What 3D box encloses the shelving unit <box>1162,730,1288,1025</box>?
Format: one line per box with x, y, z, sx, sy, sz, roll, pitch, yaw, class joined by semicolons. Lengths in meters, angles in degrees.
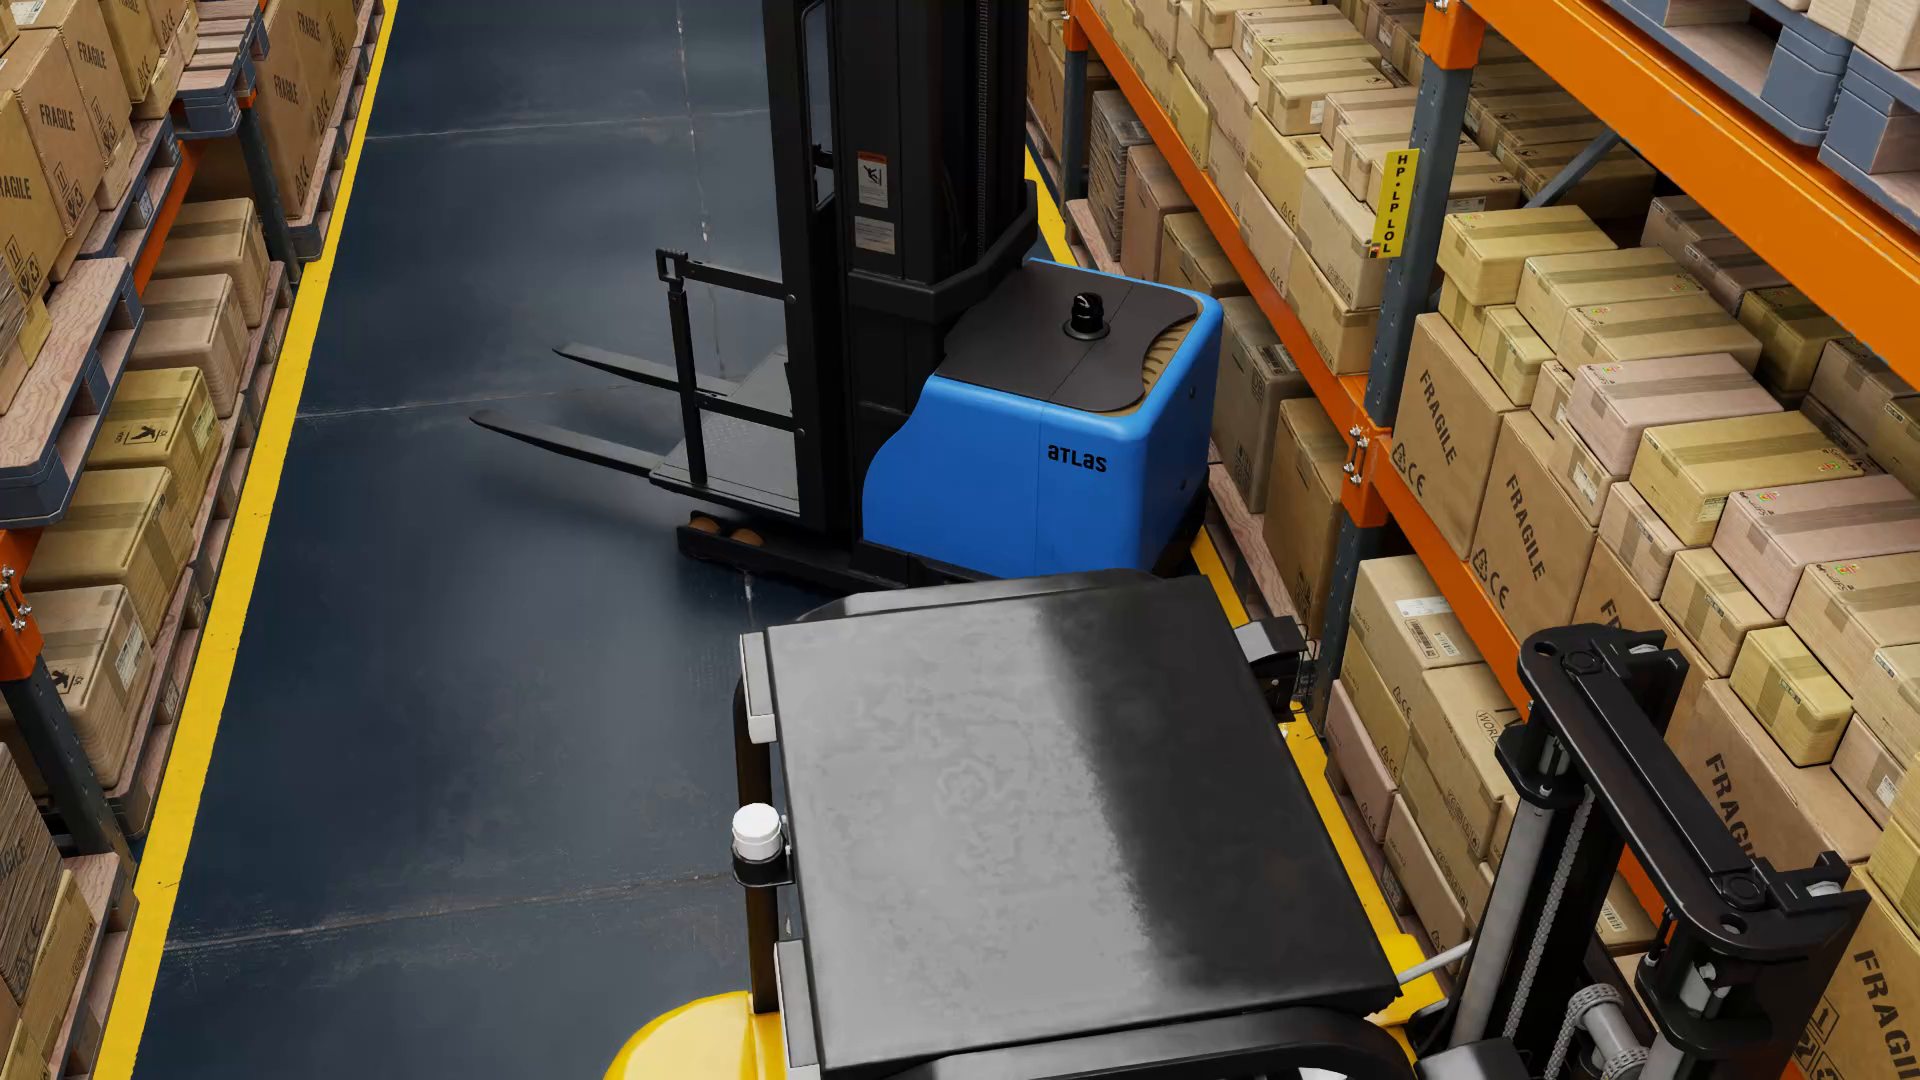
0.592;0.995;5.241;0.503;0.258;1.200;17;42;21;shelving unit

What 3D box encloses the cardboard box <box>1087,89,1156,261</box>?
1.137;-1.837;8.263;0.875;0.625;0.625;-5;38;-7;cardboard box

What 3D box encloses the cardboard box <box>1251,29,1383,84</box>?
1.249;-1.666;5.839;0.380;0.149;0.250;-7;38;-9;cardboard box

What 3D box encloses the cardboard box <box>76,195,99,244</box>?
-3.135;-1.094;5.575;0.380;0.149;0.250;-6;38;-8;cardboard box

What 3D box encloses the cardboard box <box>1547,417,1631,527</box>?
1.630;-0.178;3.924;0.380;0.149;0.250;-5;38;-7;cardboard box

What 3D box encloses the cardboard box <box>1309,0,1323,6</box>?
1.185;-2.133;6.441;0.380;0.149;0.250;-6;38;-8;cardboard box

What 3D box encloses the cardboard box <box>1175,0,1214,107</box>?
1.154;-1.905;6.471;0.500;0.250;0.500;-6;38;-7;cardboard box

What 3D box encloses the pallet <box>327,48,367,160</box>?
-4.119;-2.569;9.885;1.003;0.211;1.213;-6;38;-8;pallet

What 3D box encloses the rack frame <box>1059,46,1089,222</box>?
1.041;-2.987;8.150;1.000;3.000;0.127;-6;38;-8;rack frame

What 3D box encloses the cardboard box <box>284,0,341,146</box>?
-4.036;-2.743;9.225;0.875;0.875;0.875;-6;38;-7;cardboard box

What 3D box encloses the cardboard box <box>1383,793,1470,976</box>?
1.606;0.982;4.940;0.500;0.250;0.500;-7;38;-9;cardboard box

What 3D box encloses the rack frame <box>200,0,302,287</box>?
-3.845;-2.451;7.460;1.000;3.000;0.127;-6;38;-8;rack frame

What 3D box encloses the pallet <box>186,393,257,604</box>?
-3.499;-0.142;6.761;1.003;0.211;1.213;-6;38;-8;pallet

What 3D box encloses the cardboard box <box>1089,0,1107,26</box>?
0.879;-2.634;7.817;0.500;0.250;0.500;-6;38;-8;cardboard box

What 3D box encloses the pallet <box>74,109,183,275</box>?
-3.457;-1.184;5.985;1.003;0.211;1.213;-6;38;-8;pallet

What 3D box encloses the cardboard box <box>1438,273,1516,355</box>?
1.540;-0.646;4.526;0.380;0.149;0.250;-7;38;-9;cardboard box

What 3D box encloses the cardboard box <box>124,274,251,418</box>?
-3.618;-0.792;7.124;0.950;0.372;0.625;-7;38;-9;cardboard box

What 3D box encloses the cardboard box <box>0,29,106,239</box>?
-3.105;-1.274;5.279;0.500;0.500;0.500;-6;38;-8;cardboard box

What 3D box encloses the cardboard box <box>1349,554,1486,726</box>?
1.519;0.280;5.029;0.500;0.250;0.500;-7;38;-9;cardboard box

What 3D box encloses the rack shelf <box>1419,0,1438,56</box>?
1.392;-2.680;5.896;1.077;0.370;4.000;-6;38;-8;rack shelf

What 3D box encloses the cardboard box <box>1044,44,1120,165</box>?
0.756;-2.398;9.087;0.500;0.500;0.500;-5;38;-7;cardboard box

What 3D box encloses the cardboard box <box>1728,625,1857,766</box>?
1.791;0.290;3.321;0.380;0.149;0.250;-7;38;-9;cardboard box

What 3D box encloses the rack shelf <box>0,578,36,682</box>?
-2.793;1.457;3.016;1.077;0.370;4.000;-6;38;-8;rack shelf

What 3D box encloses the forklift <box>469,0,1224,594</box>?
-0.570;-1.313;6.051;3.031;2.935;1.130;15;40;19;forklift

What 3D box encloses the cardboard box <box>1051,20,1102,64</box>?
0.706;-2.693;8.938;0.380;0.149;0.250;-8;39;-10;cardboard box

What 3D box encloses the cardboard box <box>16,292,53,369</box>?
-2.964;-0.621;4.967;0.380;0.149;0.250;-5;38;-7;cardboard box

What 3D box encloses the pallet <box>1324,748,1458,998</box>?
1.841;1.015;5.272;1.003;0.211;1.213;-6;38;-8;pallet

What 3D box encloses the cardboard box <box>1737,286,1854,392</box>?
2.159;-0.509;4.108;0.380;0.149;0.250;-7;38;-8;cardboard box

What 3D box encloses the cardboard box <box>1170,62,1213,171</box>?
1.148;-1.705;6.623;0.500;0.250;0.500;-5;38;-6;cardboard box

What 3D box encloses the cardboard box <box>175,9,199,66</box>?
-3.349;-2.043;6.798;0.380;0.149;0.250;-7;38;-8;cardboard box

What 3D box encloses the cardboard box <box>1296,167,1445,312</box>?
1.405;-0.978;5.279;0.500;0.250;0.500;-7;38;-9;cardboard box

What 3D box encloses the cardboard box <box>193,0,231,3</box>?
-3.683;-2.714;7.921;0.500;0.250;0.500;-7;38;-9;cardboard box

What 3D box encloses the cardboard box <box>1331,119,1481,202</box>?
1.401;-1.203;5.244;0.380;0.149;0.250;-7;38;-9;cardboard box

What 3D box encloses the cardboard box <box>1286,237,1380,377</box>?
1.397;-0.788;5.442;0.500;0.250;0.500;-5;38;-7;cardboard box

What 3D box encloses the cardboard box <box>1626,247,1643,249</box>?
2.052;-0.700;4.596;0.380;0.149;0.250;-6;38;-8;cardboard box

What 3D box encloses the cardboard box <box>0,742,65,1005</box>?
-2.775;0.917;4.412;0.500;0.500;0.500;-7;38;-9;cardboard box

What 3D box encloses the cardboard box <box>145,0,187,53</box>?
-3.390;-2.218;6.494;0.500;0.500;0.500;-7;38;-9;cardboard box

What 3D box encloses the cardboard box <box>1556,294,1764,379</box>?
1.695;-0.459;4.043;0.380;0.149;0.250;-7;38;-9;cardboard box

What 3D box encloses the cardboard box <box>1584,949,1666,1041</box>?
1.781;1.207;3.835;0.500;0.250;0.500;-7;38;-9;cardboard box

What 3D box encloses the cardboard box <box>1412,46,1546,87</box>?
1.789;-1.573;5.719;0.380;0.149;0.250;-7;38;-8;cardboard box

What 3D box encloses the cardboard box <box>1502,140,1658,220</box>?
1.892;-1.102;5.113;0.380;0.149;0.250;-7;38;-9;cardboard box

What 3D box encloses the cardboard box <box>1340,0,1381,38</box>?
1.671;-2.028;6.305;0.380;0.149;0.250;-6;38;-8;cardboard box

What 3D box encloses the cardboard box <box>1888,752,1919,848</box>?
1.851;0.478;2.837;0.380;0.149;0.250;-6;38;-7;cardboard box

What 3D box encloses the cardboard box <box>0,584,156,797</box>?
-3.238;0.520;5.435;0.950;0.372;0.625;-6;38;-7;cardboard box

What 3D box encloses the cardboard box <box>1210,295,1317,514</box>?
1.512;-0.583;6.648;0.875;0.625;0.625;-7;38;-8;cardboard box

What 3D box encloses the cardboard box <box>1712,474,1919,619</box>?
1.810;0.010;3.440;0.380;0.149;0.250;-6;38;-8;cardboard box

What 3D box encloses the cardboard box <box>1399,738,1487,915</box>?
1.614;0.781;4.791;0.500;0.250;0.500;-6;38;-8;cardboard box

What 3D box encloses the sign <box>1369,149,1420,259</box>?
1.210;-0.933;4.627;0.100;0.325;0.005;-6;38;-8;sign

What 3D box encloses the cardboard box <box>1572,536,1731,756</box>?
1.761;0.304;3.832;0.500;0.500;0.500;-7;38;-8;cardboard box

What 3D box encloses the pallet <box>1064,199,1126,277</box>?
1.147;-1.385;8.360;1.003;0.211;1.213;-6;38;-8;pallet

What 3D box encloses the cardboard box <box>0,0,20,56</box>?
-3.170;-1.581;5.145;0.380;0.149;0.250;-4;38;-5;cardboard box

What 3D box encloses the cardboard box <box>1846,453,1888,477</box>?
2.203;-0.079;3.797;0.380;0.149;0.250;-5;38;-6;cardboard box
